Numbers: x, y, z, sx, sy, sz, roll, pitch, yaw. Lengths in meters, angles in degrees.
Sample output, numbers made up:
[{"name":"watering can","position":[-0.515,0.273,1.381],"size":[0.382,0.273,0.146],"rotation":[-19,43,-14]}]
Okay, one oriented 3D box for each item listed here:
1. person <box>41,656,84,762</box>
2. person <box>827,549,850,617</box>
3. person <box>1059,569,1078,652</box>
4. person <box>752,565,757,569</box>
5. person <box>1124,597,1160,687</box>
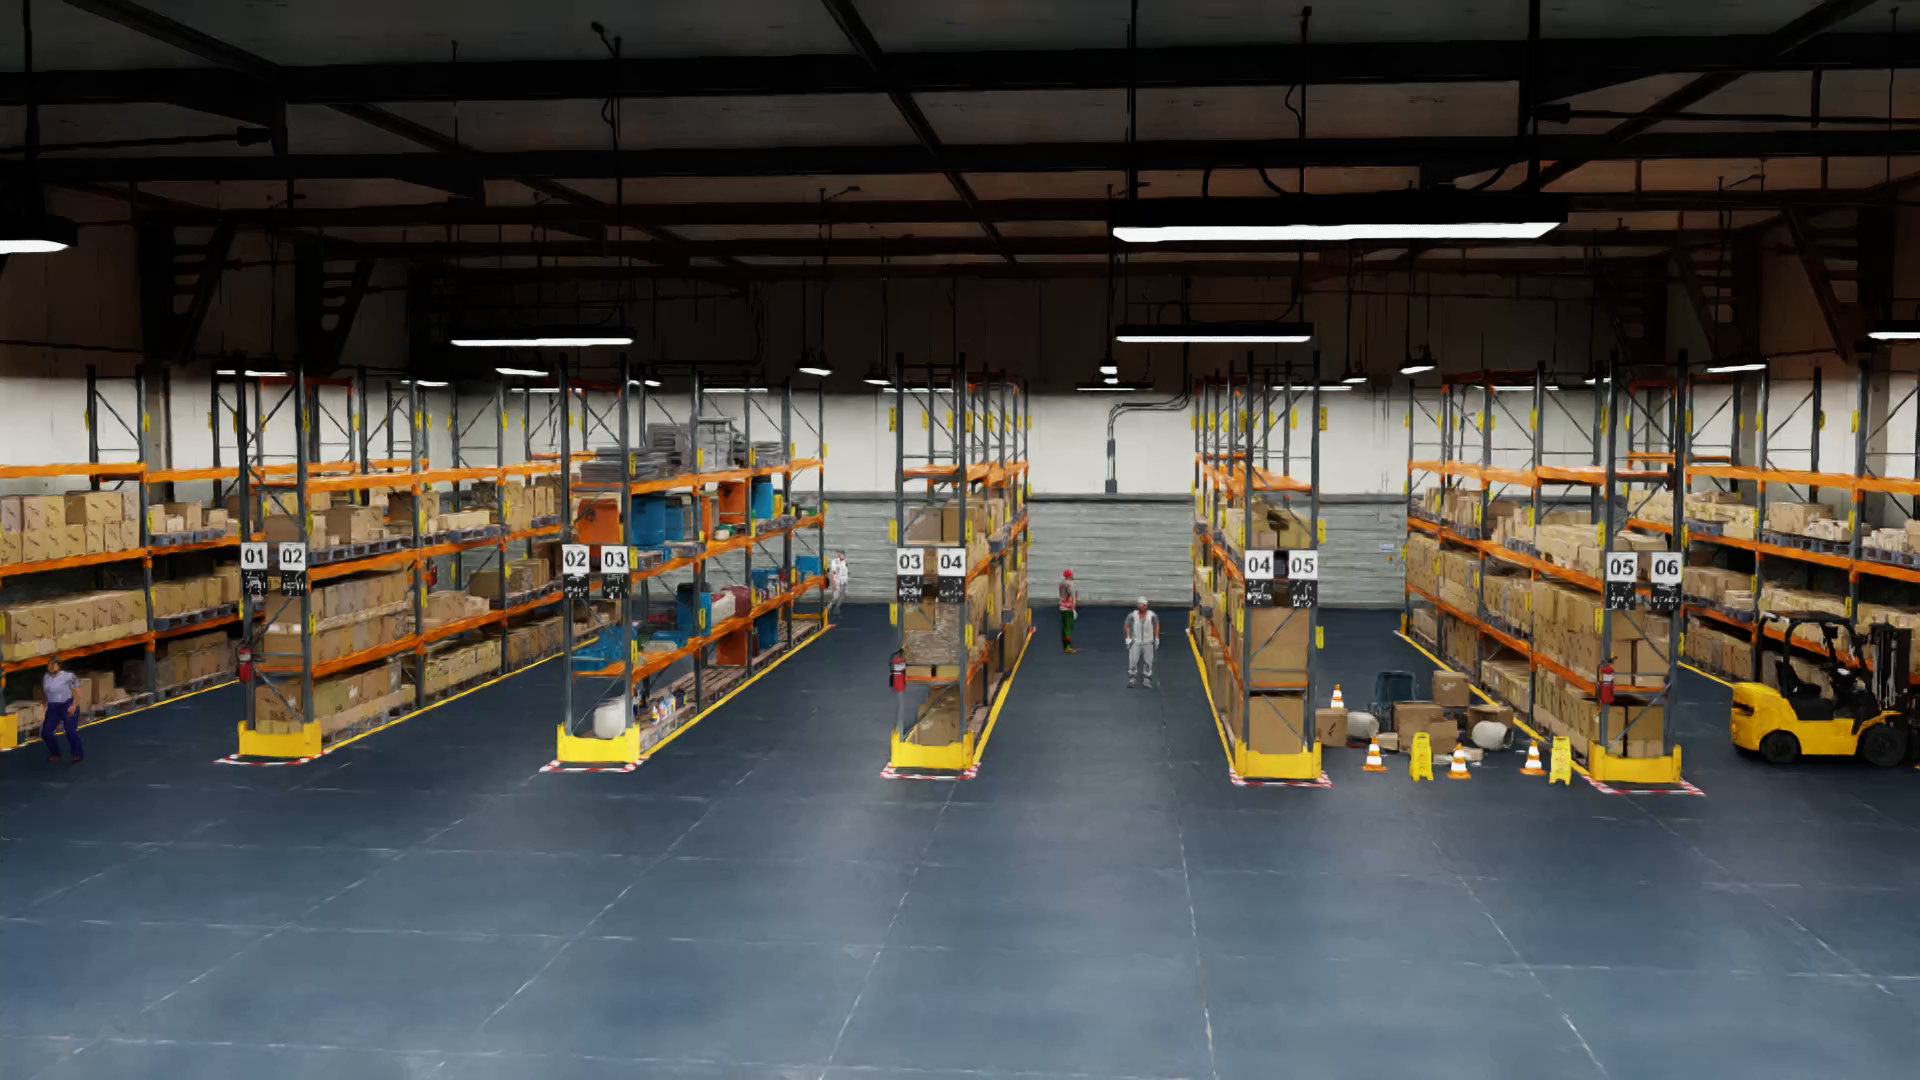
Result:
[{"name":"person","position":[-13.205,2.477,24.439],"size":[0.626,1.594,0.507],"rotation":[0,4,3]},{"name":"person","position":[-3.154,1.107,42.442],"size":[0.508,1.739,0.711],"rotation":[3,5,37]},{"name":"person","position":[2.396,1.522,36.167],"size":[0.442,1.792,0.606],"rotation":[-2,5,-26]},{"name":"person","position":[-4.834,1.406,38.991],"size":[0.605,1.651,0.722],"rotation":[0,4,1]},{"name":"person","position":[3.422,1.918,31.283],"size":[0.678,1.741,0.546],"rotation":[0,4,4]}]
